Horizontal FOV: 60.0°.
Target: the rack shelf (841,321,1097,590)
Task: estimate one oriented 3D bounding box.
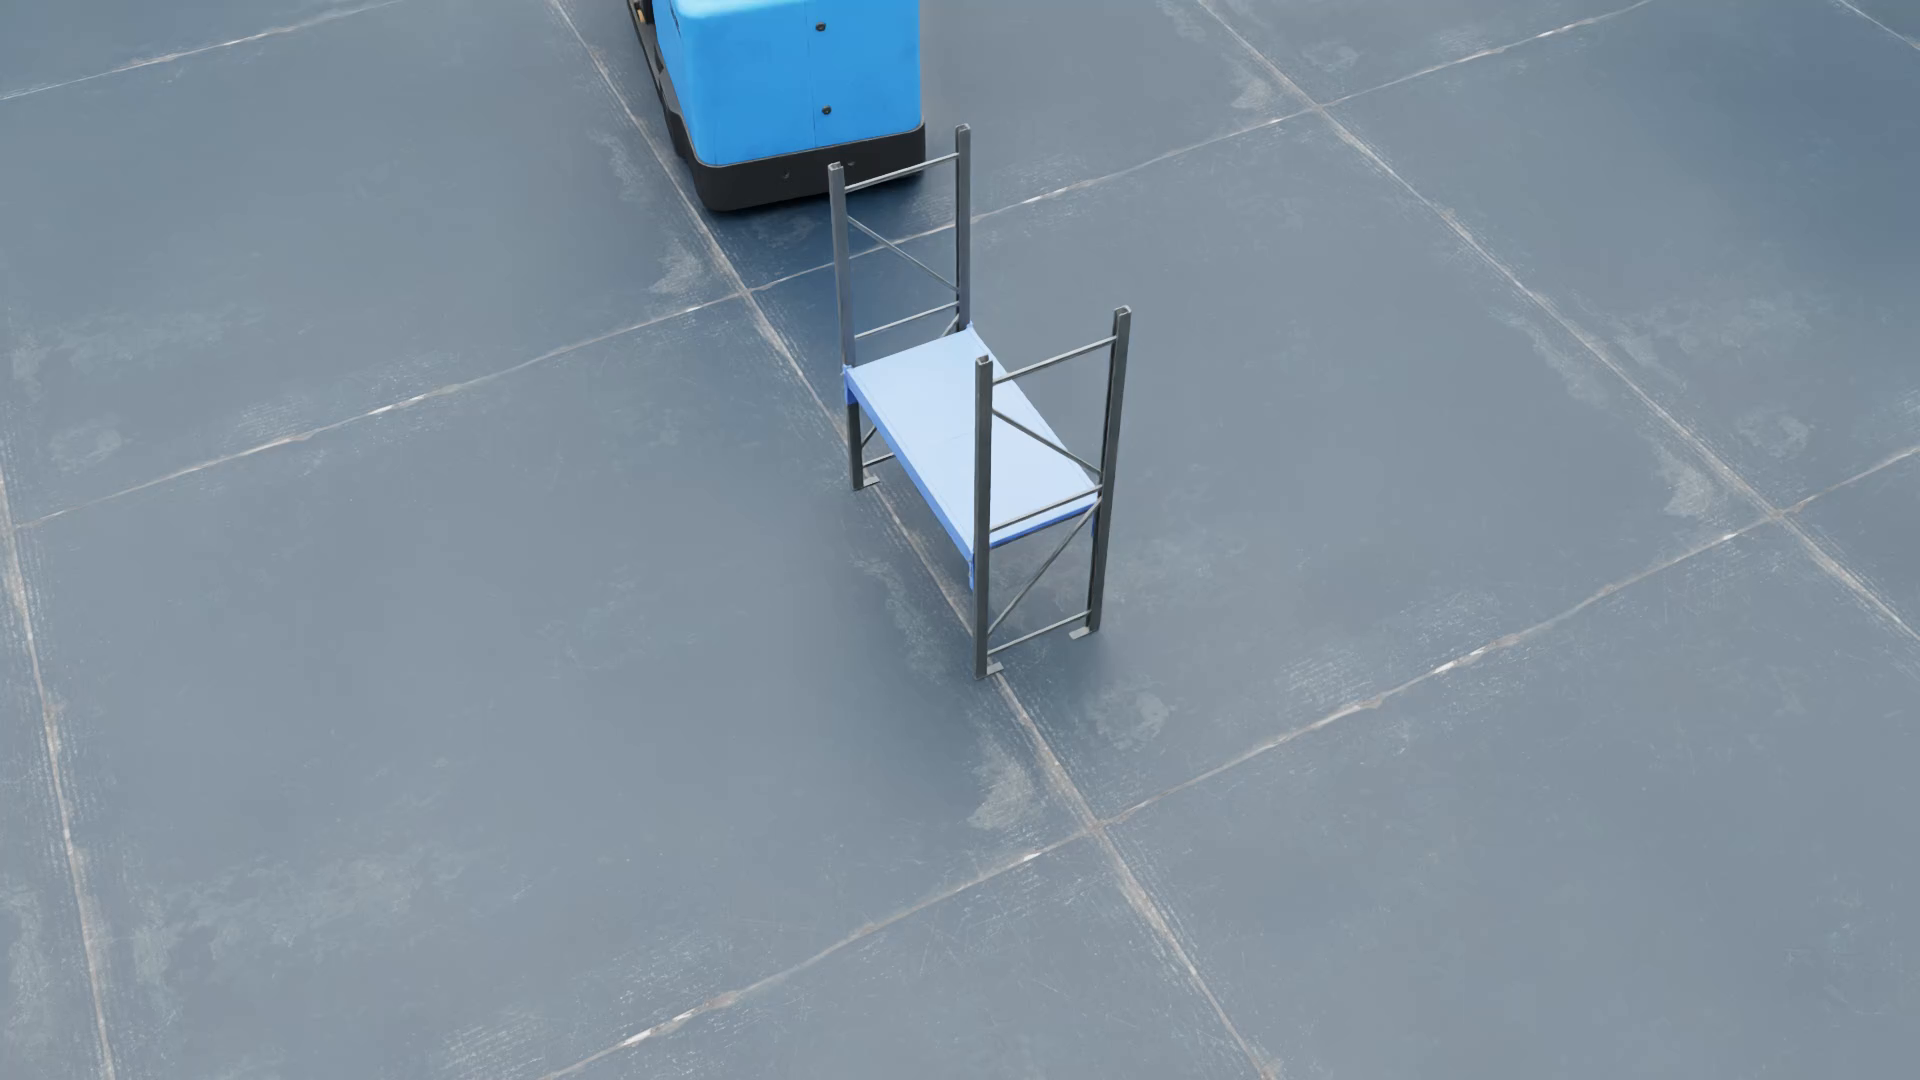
[{"bbox_3d":[0.039,-0.318,5.771,0.538,0.185,1.000,-21,52,-18],"label":"rack shelf"}]

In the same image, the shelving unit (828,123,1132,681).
[{"bbox_3d":[0.039,-0.437,5.636,0.538,1.500,1.048,-21,52,-18],"label":"shelving unit"}]

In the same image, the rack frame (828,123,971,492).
[{"bbox_3d":[-0.194,-0.777,5.933,0.500,1.500,0.032,-21,52,-18],"label":"rack frame"}]

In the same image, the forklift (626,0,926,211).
[{"bbox_3d":[-1.084,-3.573,7.428,1.130,2.935,3.031,-13,50,-11],"label":"forklift"}]

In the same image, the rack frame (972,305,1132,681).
[{"bbox_3d":[0.272,-0.096,5.338,0.500,1.500,0.032,-21,52,-18],"label":"rack frame"}]
